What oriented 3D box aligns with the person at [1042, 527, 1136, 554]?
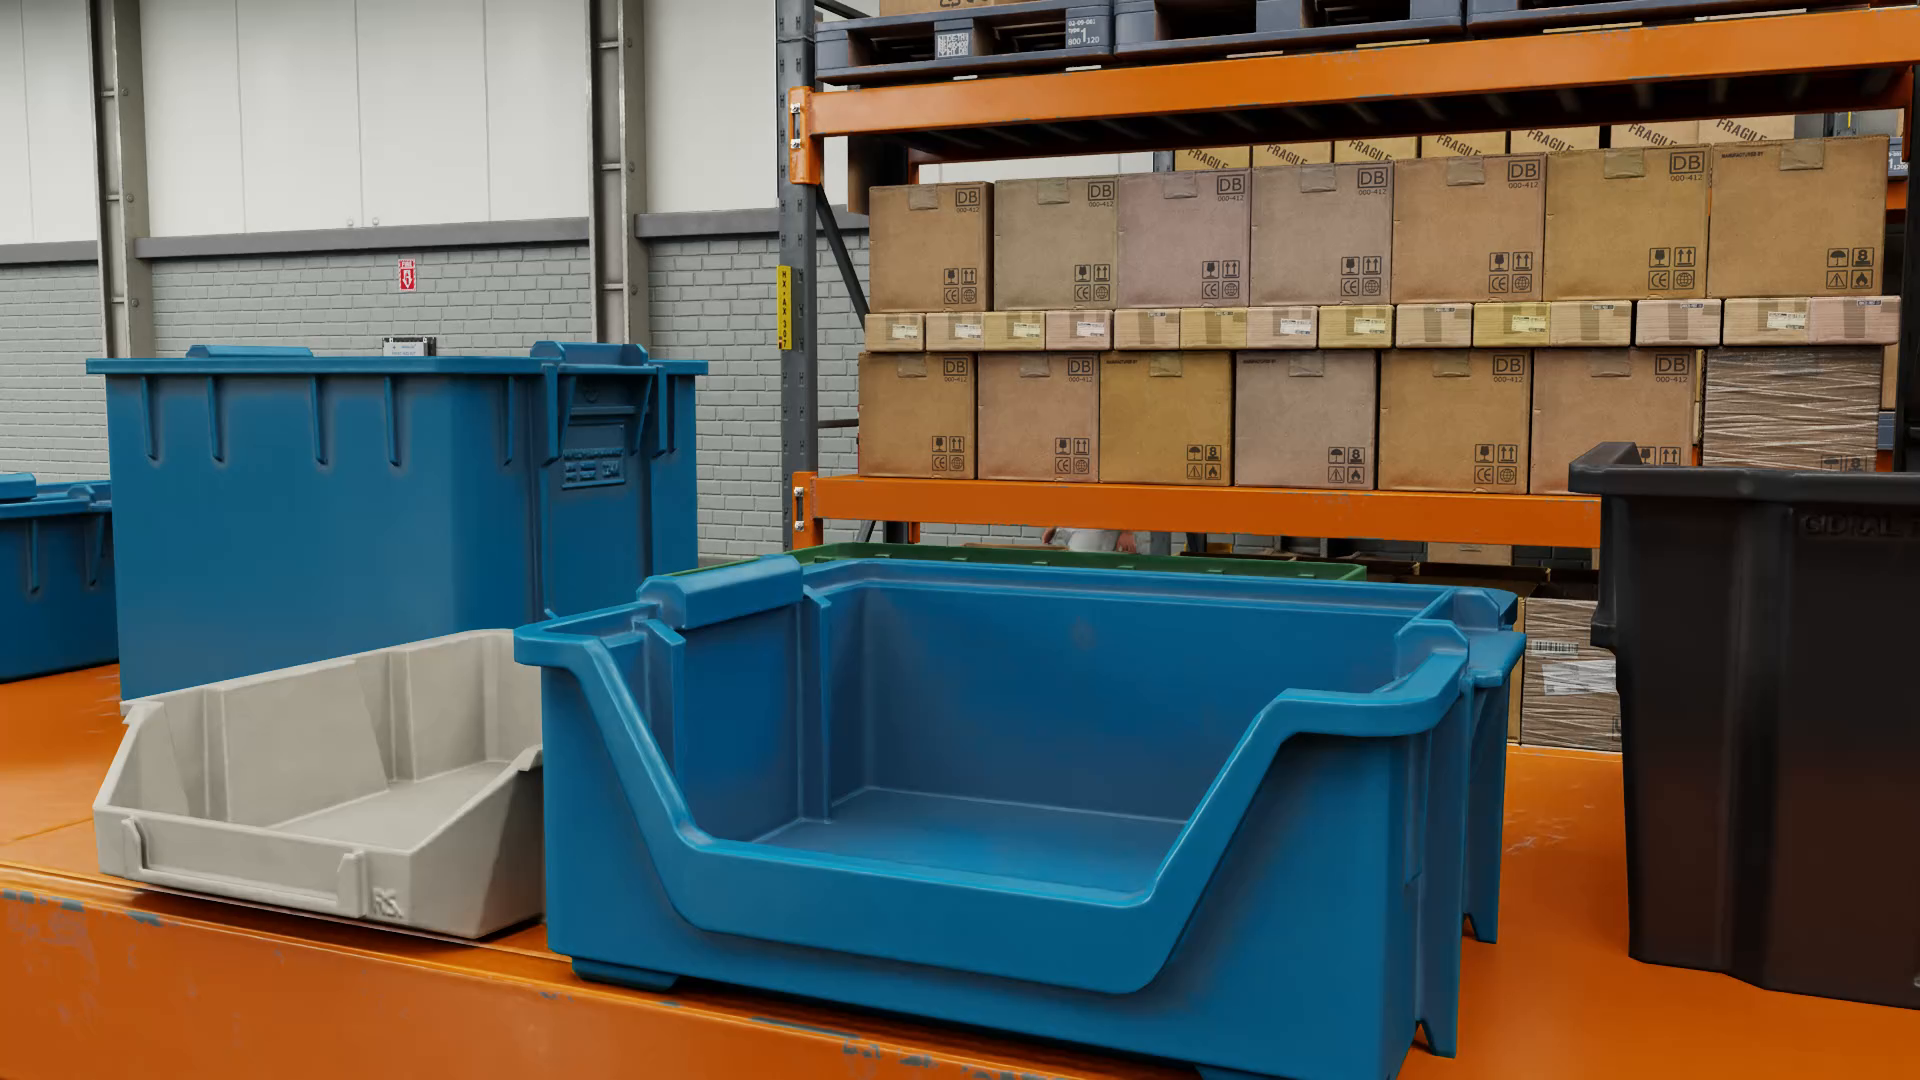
[{"bbox_3d":[0.723,-0.095,9.457,1.086,1.716,0.530,-3,6,-29],"label":"person"}]
